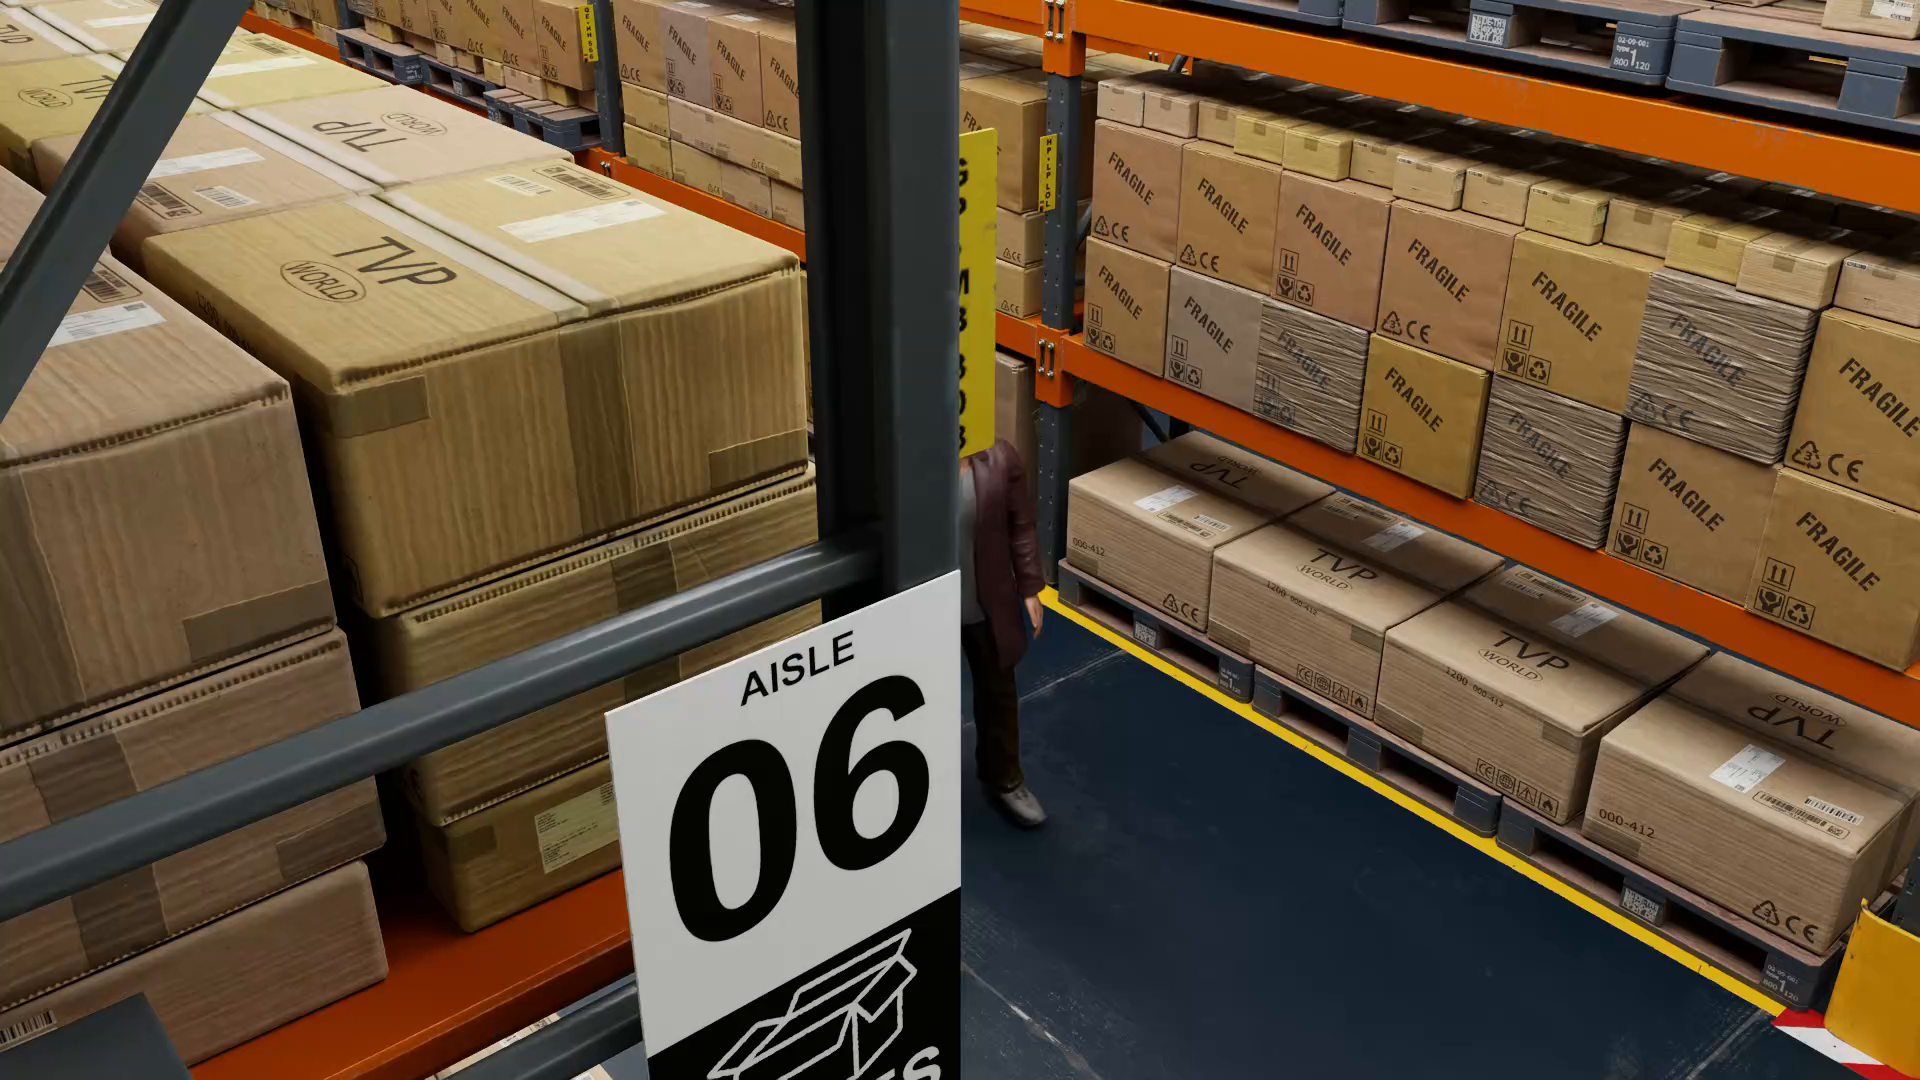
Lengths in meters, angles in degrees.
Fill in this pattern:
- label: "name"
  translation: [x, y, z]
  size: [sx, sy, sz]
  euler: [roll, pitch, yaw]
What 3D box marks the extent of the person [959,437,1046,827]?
- label: "person"
  translation: [-0.019, 0.240, 6.128]
  size: [0.683, 1.781, 0.480]
  euler: [-4, 28, -8]
